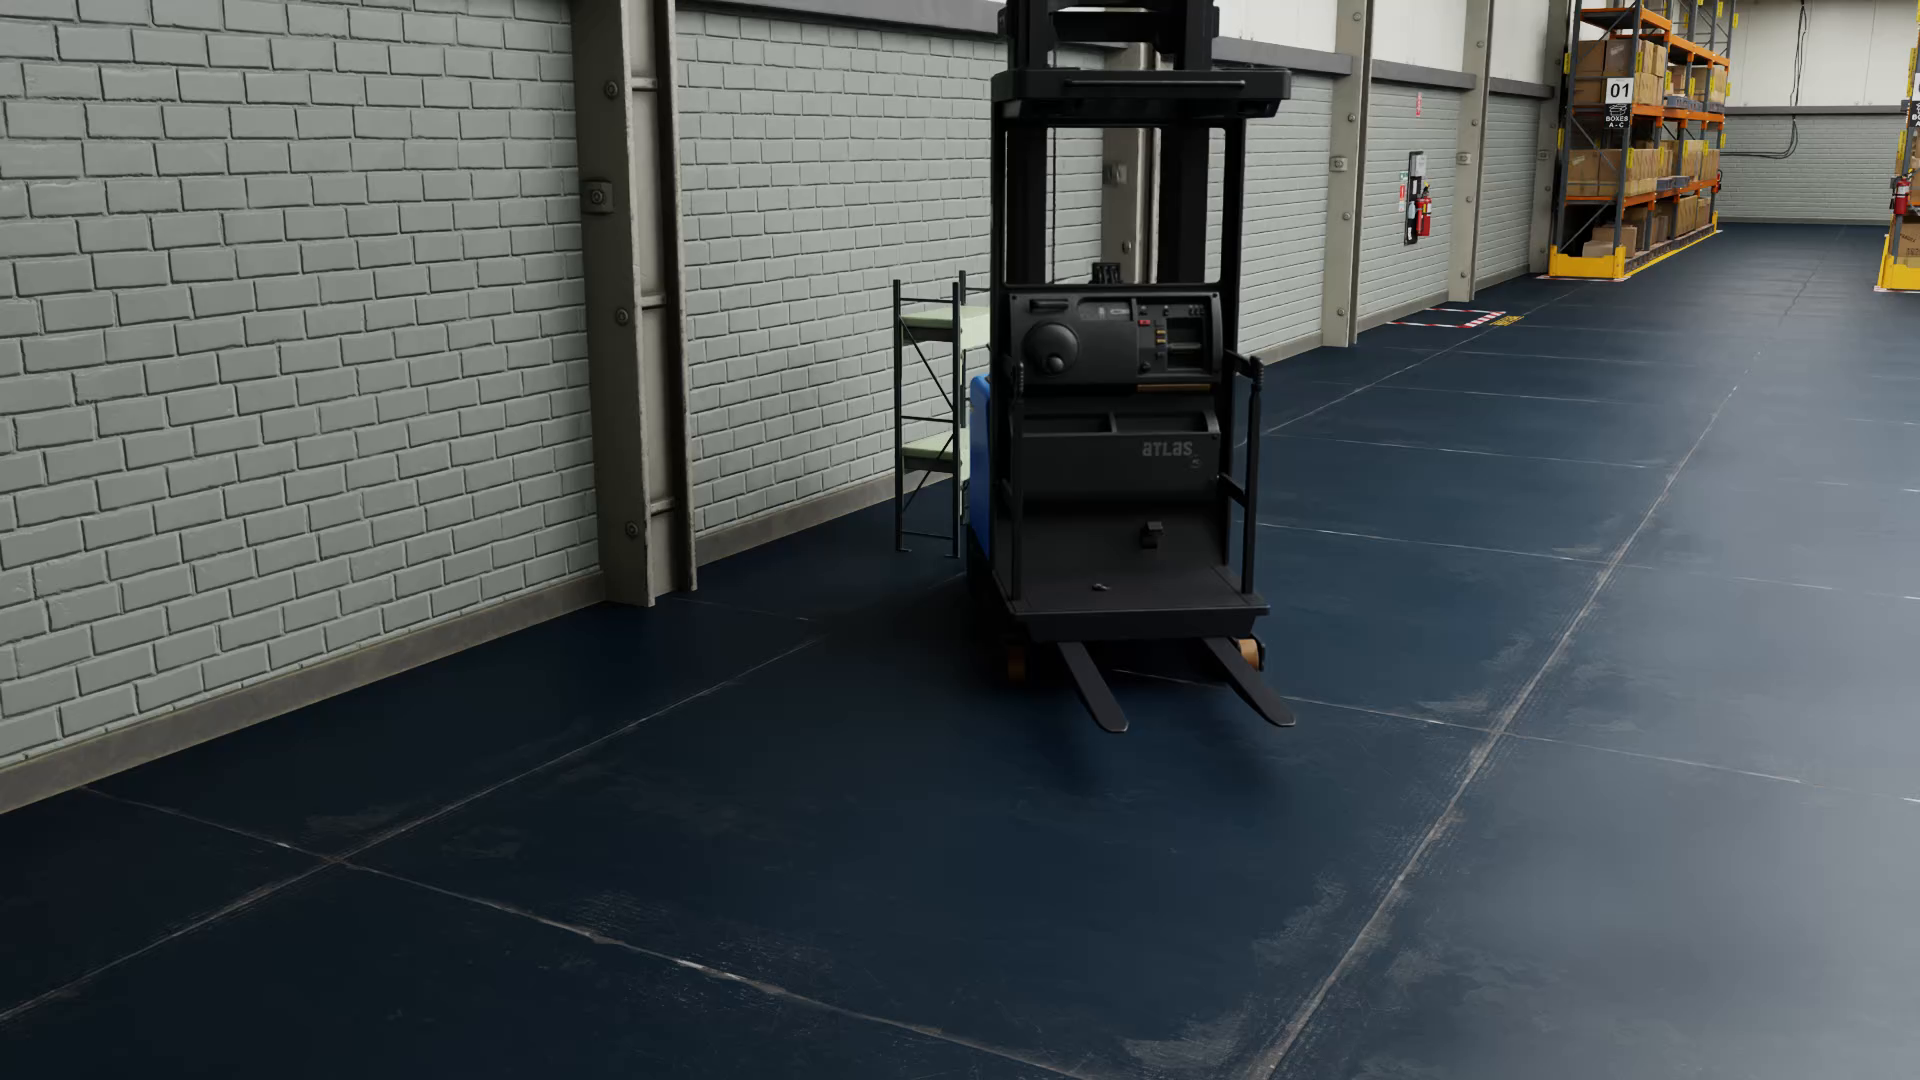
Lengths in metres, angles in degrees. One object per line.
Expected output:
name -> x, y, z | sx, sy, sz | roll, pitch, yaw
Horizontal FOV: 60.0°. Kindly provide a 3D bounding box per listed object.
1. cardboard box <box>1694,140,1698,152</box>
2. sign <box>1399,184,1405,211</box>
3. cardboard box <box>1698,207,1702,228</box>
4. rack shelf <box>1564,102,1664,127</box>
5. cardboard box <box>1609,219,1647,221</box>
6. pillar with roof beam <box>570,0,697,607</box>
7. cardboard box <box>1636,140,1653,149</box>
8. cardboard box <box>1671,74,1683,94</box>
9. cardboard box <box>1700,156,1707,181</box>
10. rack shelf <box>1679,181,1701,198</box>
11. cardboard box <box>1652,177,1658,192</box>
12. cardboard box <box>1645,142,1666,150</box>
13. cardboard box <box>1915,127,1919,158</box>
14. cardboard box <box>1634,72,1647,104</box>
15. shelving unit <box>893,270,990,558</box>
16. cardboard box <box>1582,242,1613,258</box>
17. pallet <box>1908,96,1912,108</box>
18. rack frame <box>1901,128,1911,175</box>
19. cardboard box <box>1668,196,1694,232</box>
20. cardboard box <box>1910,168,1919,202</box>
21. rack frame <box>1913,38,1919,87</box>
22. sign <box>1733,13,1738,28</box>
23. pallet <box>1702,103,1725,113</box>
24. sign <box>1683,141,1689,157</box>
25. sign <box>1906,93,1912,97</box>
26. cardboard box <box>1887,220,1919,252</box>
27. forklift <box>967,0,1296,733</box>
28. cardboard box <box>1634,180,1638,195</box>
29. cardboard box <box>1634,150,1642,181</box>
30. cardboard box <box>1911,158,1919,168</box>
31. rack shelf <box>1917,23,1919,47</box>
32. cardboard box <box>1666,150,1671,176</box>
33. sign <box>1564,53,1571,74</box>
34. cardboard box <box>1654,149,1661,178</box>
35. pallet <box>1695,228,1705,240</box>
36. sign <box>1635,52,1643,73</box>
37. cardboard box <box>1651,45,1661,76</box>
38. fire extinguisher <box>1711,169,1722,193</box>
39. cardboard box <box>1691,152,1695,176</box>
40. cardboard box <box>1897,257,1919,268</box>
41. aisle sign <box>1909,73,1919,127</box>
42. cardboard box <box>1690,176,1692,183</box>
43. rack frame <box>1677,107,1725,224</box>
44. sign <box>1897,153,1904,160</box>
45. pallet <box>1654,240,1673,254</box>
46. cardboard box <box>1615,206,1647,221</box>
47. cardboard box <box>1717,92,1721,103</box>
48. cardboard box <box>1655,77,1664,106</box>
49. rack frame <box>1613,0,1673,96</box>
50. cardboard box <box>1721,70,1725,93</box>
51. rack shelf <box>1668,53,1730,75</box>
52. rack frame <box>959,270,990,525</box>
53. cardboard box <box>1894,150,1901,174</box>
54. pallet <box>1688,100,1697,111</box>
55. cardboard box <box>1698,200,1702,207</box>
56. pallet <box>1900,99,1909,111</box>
cardboard box -> 15.748, -8.565, 36.170 | 0.500, 0.250, 0.500 | 8, 16, 29
sign -> 5.546, -4.292, 20.862 | 0.001, 0.329, 0.234 | 7, 15, 28
cardboard box -> 16.949, -7.564, 38.947 | 0.700, 0.500, 0.500 | 7, 15, 27
rack shelf -> 11.418, -7.388, 28.912 | 1.077, 0.370, 4.000 | 7, 15, 28
cardboard box -> 12.932, -5.953, 32.220 | 0.700, 0.500, 0.500 | 7, 15, 27
pillar with roof beam -> 2.199, -3.615, 5.329 | 9.100, 9.000, 0.400 | 7, 15, 28
cardboard box -> 14.311, -8.200, 34.656 | 0.500, 0.250, 0.500 | 8, 16, 30
cardboard box -> 14.498, -9.335, 34.302 | 0.700, 0.500, 0.500 | 6, 15, 24
cardboard box -> 16.529, -8.586, 38.108 | 0.980, 0.700, 0.700 | 8, 16, 29
rack shelf -> 15.285, -7.571, 36.072 | 1.077, 0.370, 4.000 | 7, 15, 28
cardboard box -> 12.421, -6.495, 30.351 | 0.500, 0.250, 0.500 | 7, 15, 28
cardboard box -> 14.036, -7.946, 33.558 | 0.380, 0.149, 0.250 | 5, 14, 19
cardboard box -> 15.301, -6.201, 25.875 | 0.700, 0.500, 0.500 | 7, 15, 27
cardboard box -> 11.123, -7.532, 27.719 | 0.500, 0.500, 0.500 | 9, 16, 32
shelving unit -> -0.003, -0.728, 9.352 | 0.431, 1.500, 0.755 | 7, 15, 28
cardboard box -> 10.865, -4.907, 28.287 | 0.500, 0.311, 0.500 | 6, 15, 22
pallet -> 18.407, -8.167, 31.012 | 1.213, 0.211, 1.003 | 8, 16, 31
rack frame -> 18.657, -6.950, 31.961 | 1.000, 3.000, 0.127 | 7, 15, 28
cardboard box -> 15.625, -7.159, 36.520 | 0.750, 0.750, 0.750 | 8, 16, 30
cardboard box -> 15.026, -5.451, 25.532 | 0.700, 0.500, 0.500 | 7, 15, 28
rack frame -> 14.789, -8.225, 24.449 | 1.000, 3.000, 0.127 | 7, 15, 28
sign -> 18.654, -12.496, 40.004 | 0.100, 0.325, 0.005 | 7, 15, 28
pallet -> 17.837, -10.413, 40.116 | 1.003, 0.211, 1.213 | 7, 15, 28
sign -> 14.798, -7.975, 33.912 | 0.100, 0.325, 0.005 | 7, 15, 28
sign -> 20.112, -9.540, 35.201 | 0.100, 0.325, 0.005 | 7, 15, 28
cardboard box -> 15.259, -4.891, 26.792 | 0.500, 0.500, 0.500 | 7, 15, 28
forklift -> 0.699, -0.900, 7.012 | 1.130, 2.935, 3.031 | -1, 14, -6
cardboard box -> 11.204, -5.978, 28.207 | 0.500, 0.250, 0.500 | 7, 15, 26
cardboard box -> 11.193, -6.334, 28.086 | 0.500, 0.500, 0.500 | 7, 15, 28
cardboard box -> 14.807, -5.772, 25.479 | 0.380, 0.149, 0.250 | 7, 15, 27
rack shelf -> 15.756, -8.091, 26.283 | 1.077, 0.370, 4.000 | 7, 15, 28
cardboard box -> 13.854, -7.557, 33.329 | 0.700, 0.500, 0.500 | 6, 15, 23
sign -> 9.975, -7.825, 27.300 | 0.100, 0.325, 0.005 | 7, 15, 28
cardboard box -> 12.427, -6.859, 30.261 | 0.500, 0.500, 0.500 | 7, 15, 28
pallet -> 16.688, -7.122, 38.627 | 1.003, 0.211, 1.213 | 7, 15, 28
sign -> 10.926, -7.691, 26.768 | 0.100, 0.325, 0.005 | 7, 15, 28
cardboard box -> 11.881, -8.337, 28.924 | 0.500, 0.500, 0.500 | 7, 15, 26
fire extinguisher -> 18.663, -8.911, 41.058 | 0.296, 0.674, 0.183 | 7, 15, 28
cardboard box -> 15.525, -8.100, 35.839 | 0.500, 0.500, 0.500 | 8, 16, 30
cardboard box -> 14.790, -4.319, 26.021 | 0.500, 0.250, 0.500 | 7, 15, 28
aisle sign -> 14.501, -6.592, 24.930 | 0.394, 0.787, 0.004 | 7, 15, 28
cardboard box -> 15.818, -7.911, 36.441 | 0.380, 0.149, 0.250 | 7, 15, 28
rack frame -> 18.186, -9.152, 41.093 | 1.000, 3.000, 0.127 | 7, 15, 28
sign -> 16.243, -6.713, 28.677 | 0.100, 0.325, 0.005 | 7, 15, 28
pallet -> 13.940, -5.994, 33.948 | 1.003, 0.211, 1.213 | 7, 15, 28
cardboard box -> 12.936, -6.296, 32.045 | 0.500, 0.250, 0.500 | 7, 15, 27
cardboard box -> 17.566, -10.395, 39.062 | 0.500, 0.250, 0.500 | 7, 15, 26
cardboard box -> 12.356, -8.074, 29.968 | 0.500, 0.500, 0.500 | 8, 16, 30
rack frame -> 12.385, -9.606, 30.178 | 1.000, 3.000, 0.127 | 7, 15, 28
cardboard box -> 17.820, -10.872, 39.439 | 0.500, 0.500, 0.500 | 8, 16, 30
rack shelf -> 17.219, -11.113, 38.819 | 1.077, 0.370, 4.000 | 7, 15, 28
rack frame -> 0.174, -0.803, 9.664 | 0.400, 1.500, 0.023 | 7, 15, 28
cardboard box -> 20.166, -7.951, 35.006 | 0.700, 0.500, 0.500 | 2, 14, 9
pallet -> 14.583, -9.015, 34.529 | 1.213, 0.211, 1.003 | 8, 16, 31
cardboard box -> 17.029, -7.827, 38.651 | 0.380, 0.149, 0.250 | 8, 16, 30
pallet -> 19.715, -8.798, 33.629 | 1.213, 0.211, 1.003 | 7, 15, 28
